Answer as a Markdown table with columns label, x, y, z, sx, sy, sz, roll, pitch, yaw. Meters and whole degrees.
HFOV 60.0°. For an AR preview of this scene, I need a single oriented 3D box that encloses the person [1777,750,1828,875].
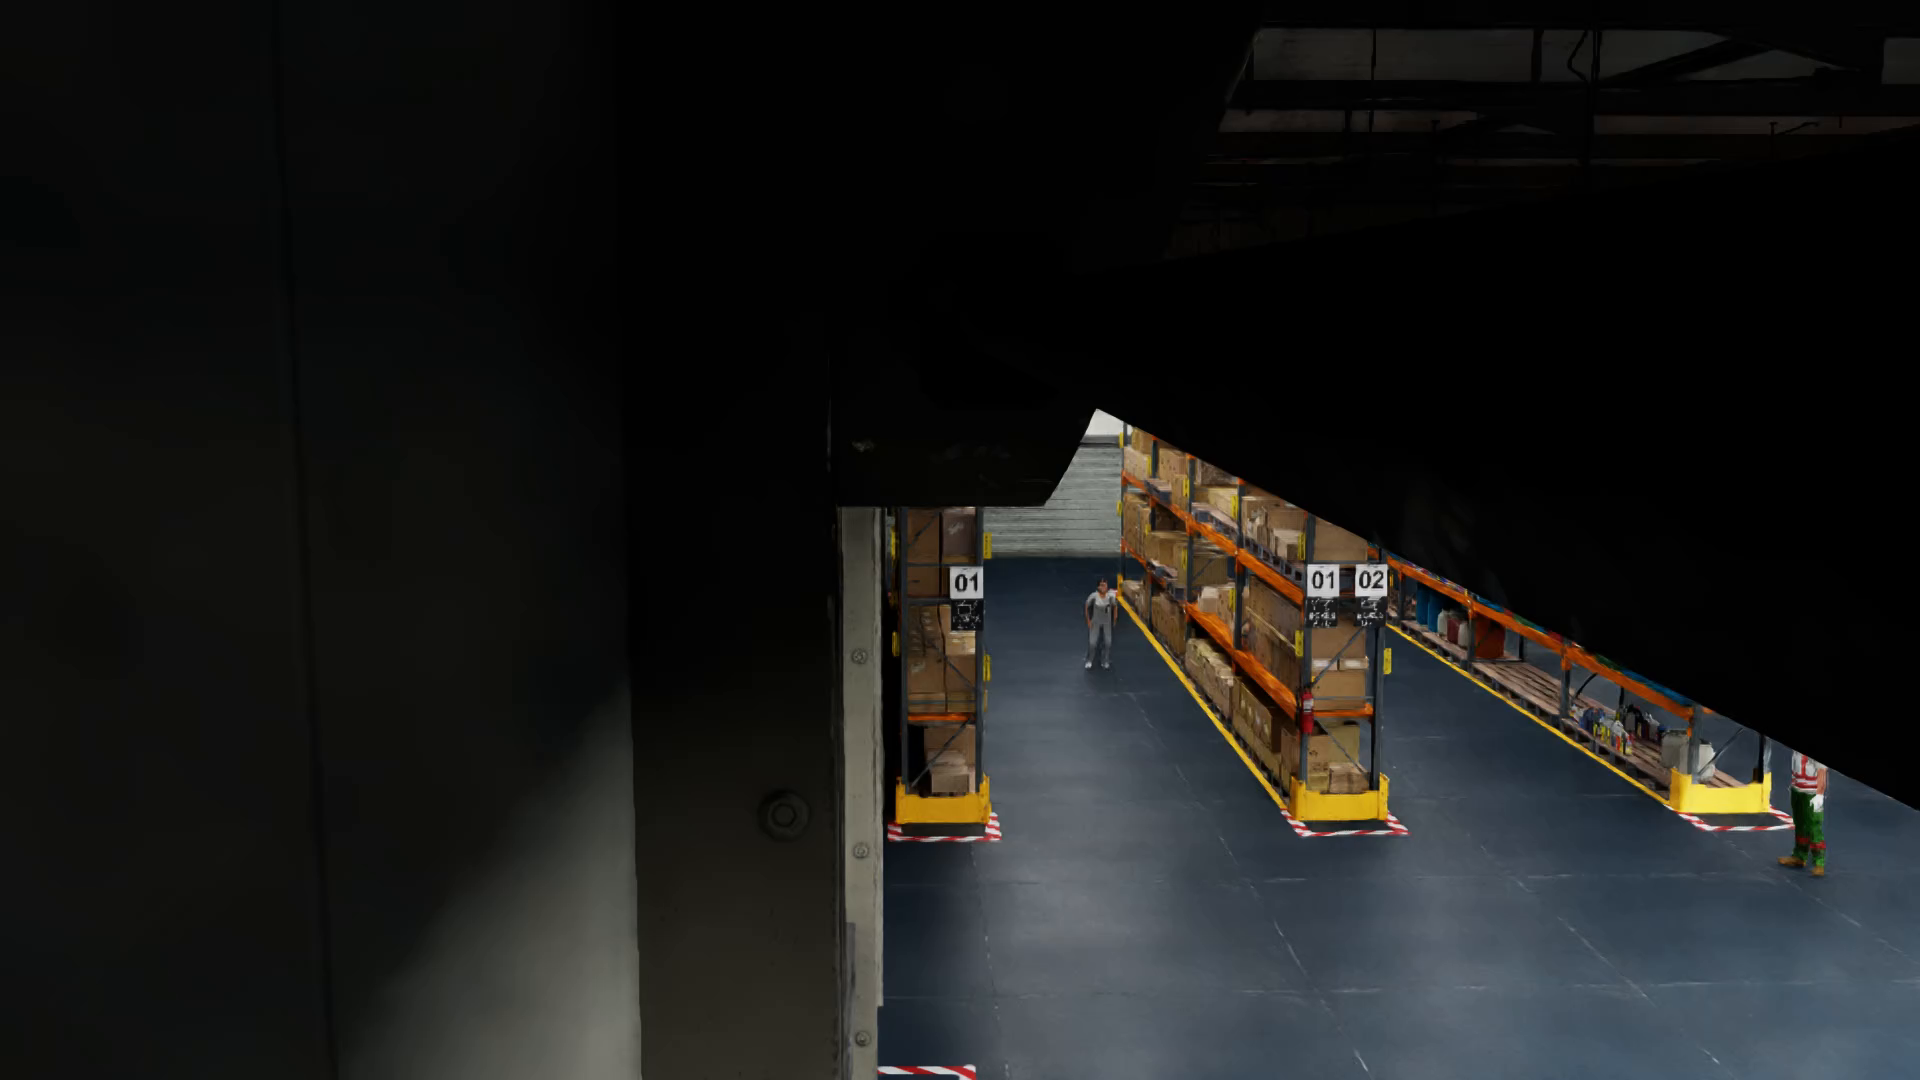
| label | x | y | z | sx | sy | sz | roll | pitch | yaw |
| --- | --- | --- | --- | --- | --- | --- | --- | --- | --- |
| person | 9.524 | 2.822 | 18.686 | 0.397 | 1.789 | 0.653 | 0 | 8 | 2 |

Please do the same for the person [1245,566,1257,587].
| label | x | y | z | sx | sy | sz | roll | pitch | yaw |
| --- | --- | --- | --- | --- | --- | --- | --- | --- | --- |
| person | 6.274 | 0.436 | 35.612 | 0.383 | 1.769 | 0.693 | -1 | 8 | -4 |

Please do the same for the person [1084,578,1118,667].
| label | x | y | z | sx | sy | sz | roll | pitch | yaw |
| --- | --- | --- | --- | --- | --- | --- | --- | --- | --- |
| person | 2.469 | 1.449 | 29.161 | 0.580 | 1.618 | 0.507 | -1 | 8 | -4 |
